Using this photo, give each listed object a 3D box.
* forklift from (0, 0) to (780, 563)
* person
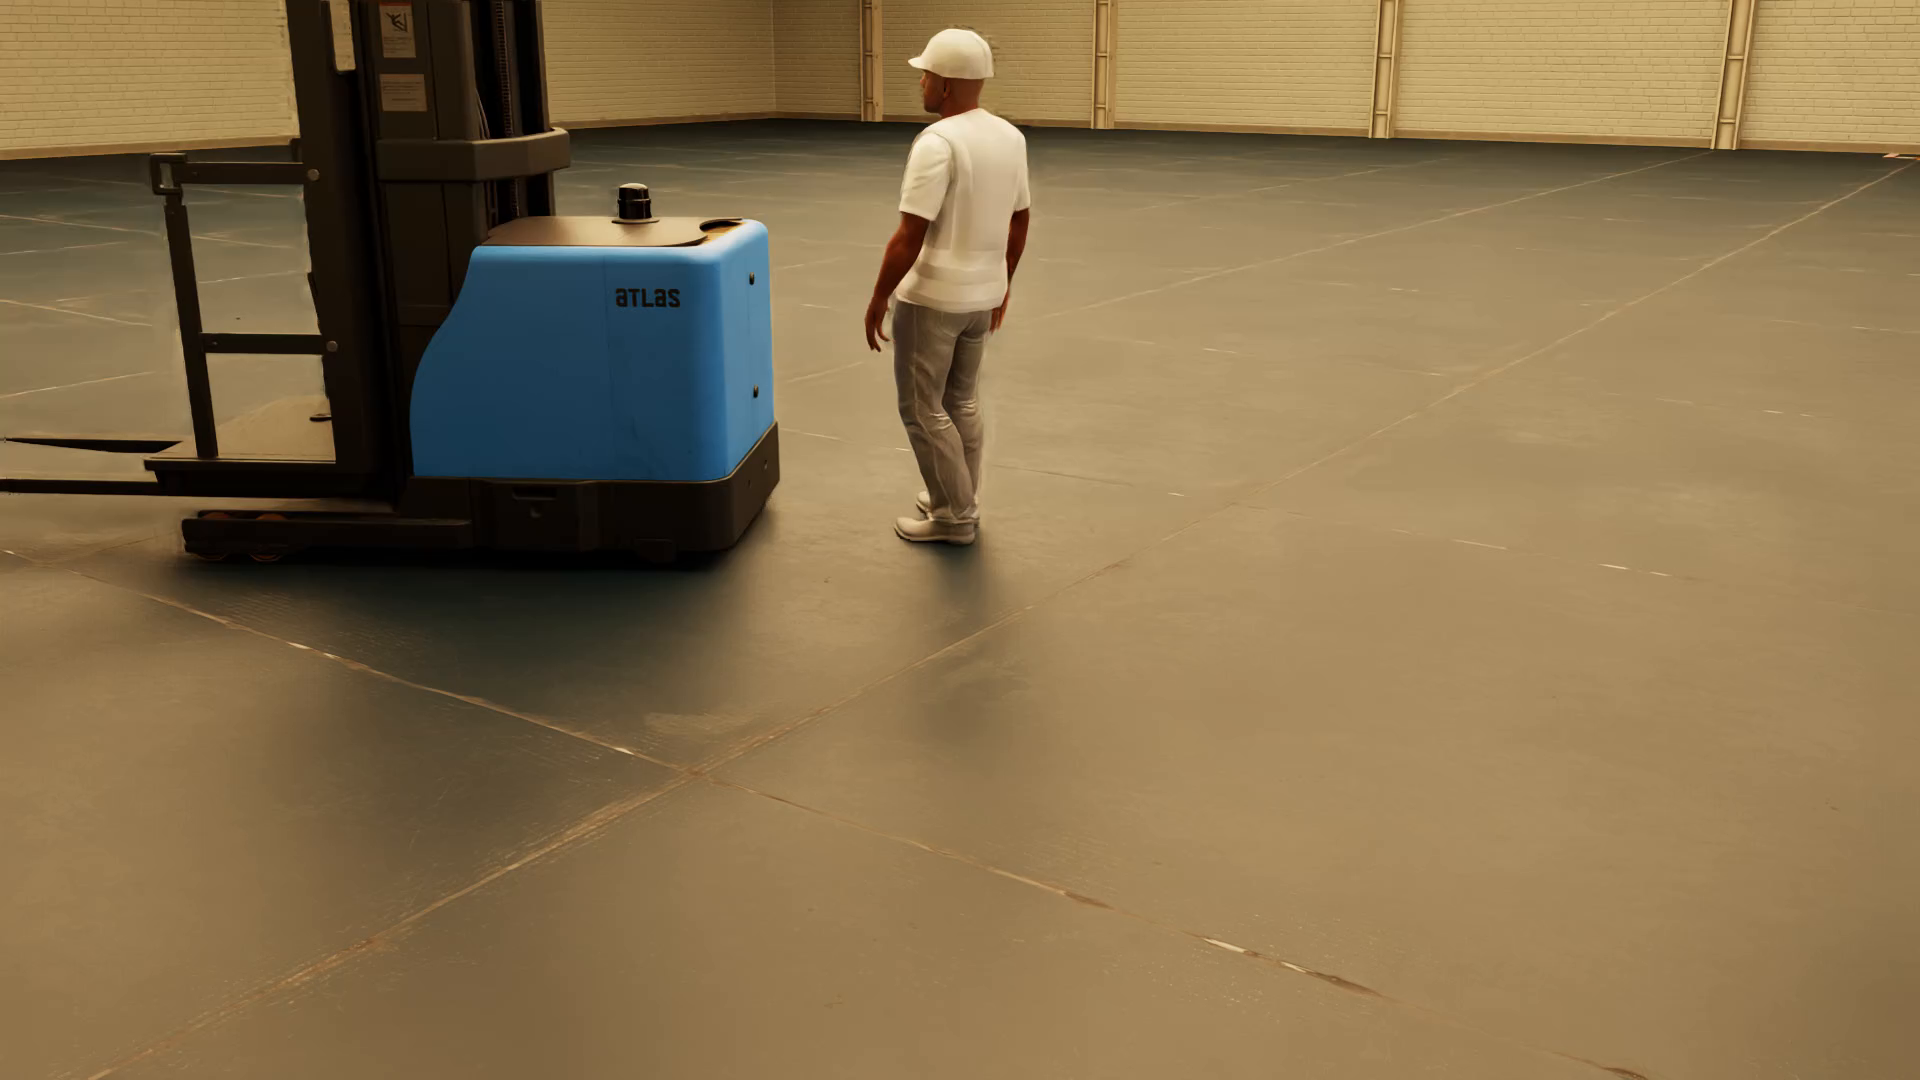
[{"bbox_3d":[-2.244,-1.476,5.767,3.031,2.935,1.130,1,17,4],"label":"forklift"},{"bbox_3d":[-0.092,-0.855,5.766,0.566,1.755,0.691,12,21,36],"label":"person"}]
